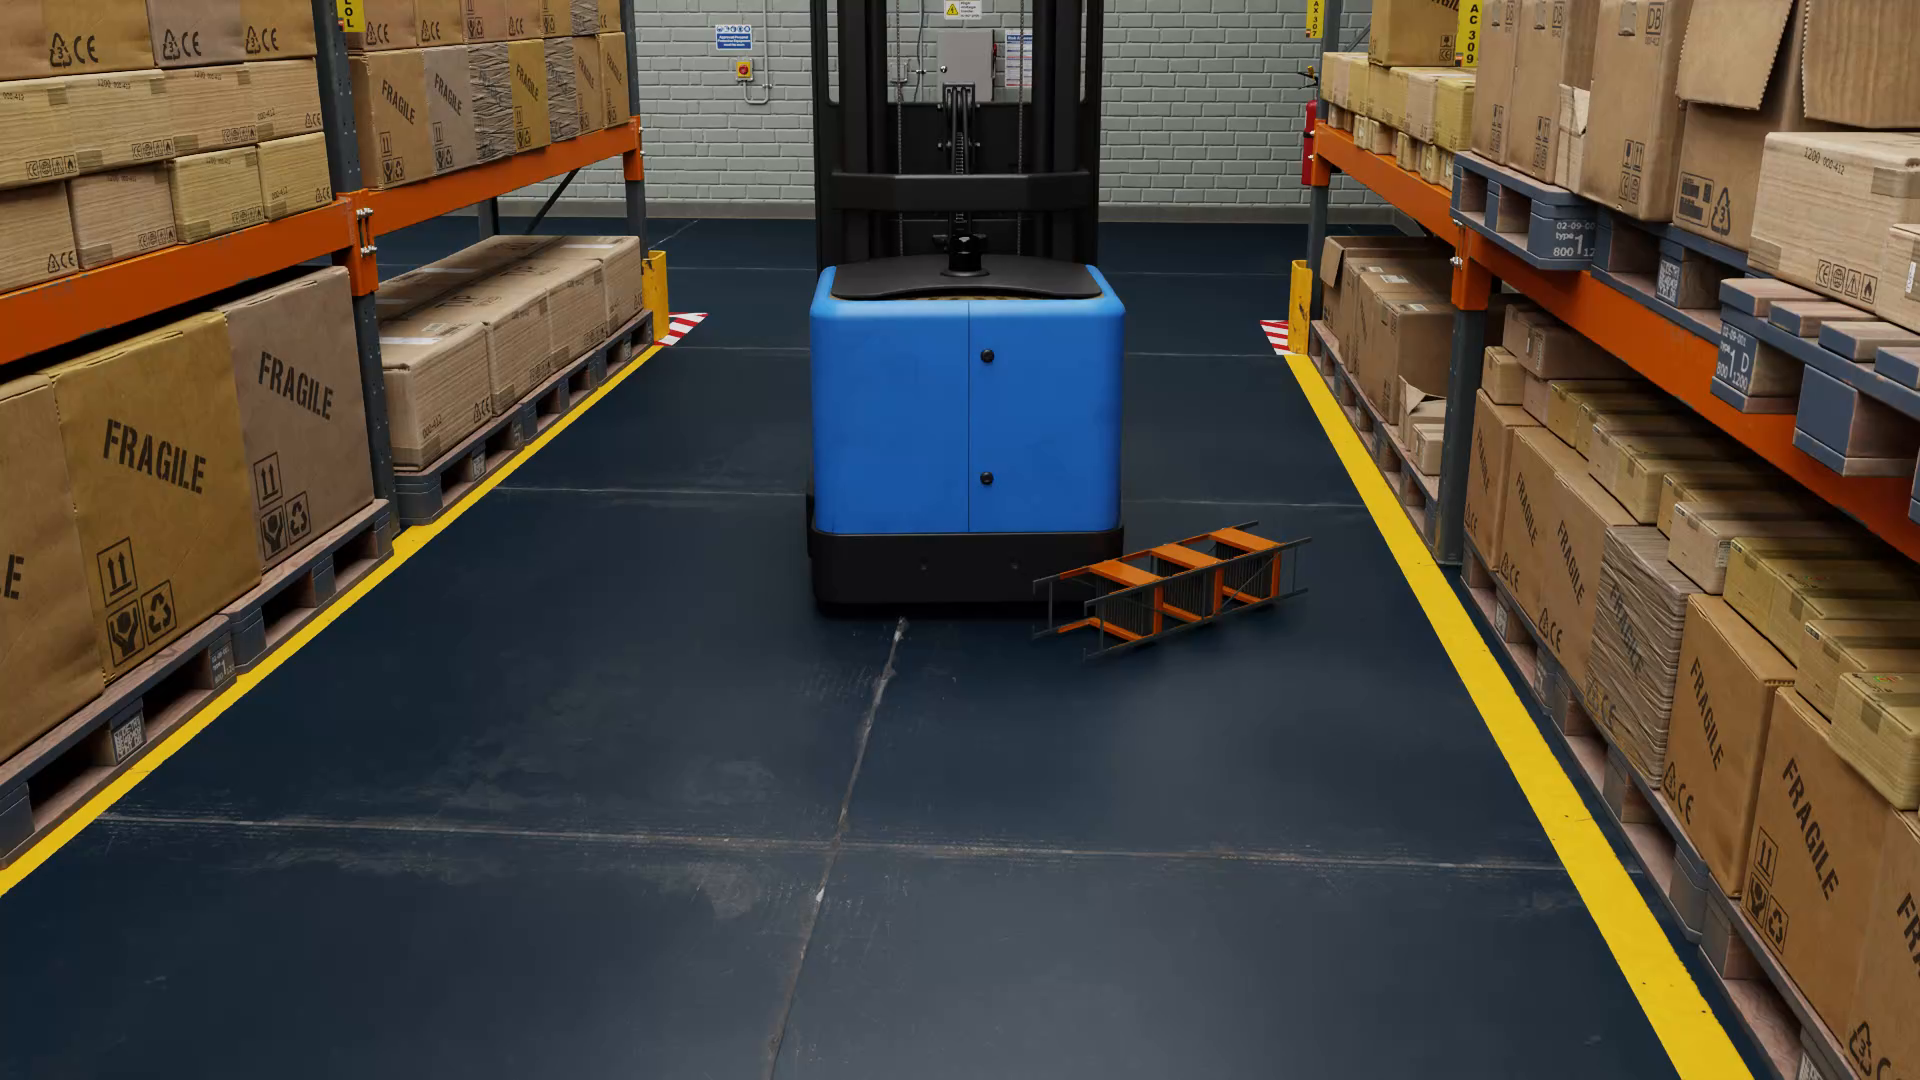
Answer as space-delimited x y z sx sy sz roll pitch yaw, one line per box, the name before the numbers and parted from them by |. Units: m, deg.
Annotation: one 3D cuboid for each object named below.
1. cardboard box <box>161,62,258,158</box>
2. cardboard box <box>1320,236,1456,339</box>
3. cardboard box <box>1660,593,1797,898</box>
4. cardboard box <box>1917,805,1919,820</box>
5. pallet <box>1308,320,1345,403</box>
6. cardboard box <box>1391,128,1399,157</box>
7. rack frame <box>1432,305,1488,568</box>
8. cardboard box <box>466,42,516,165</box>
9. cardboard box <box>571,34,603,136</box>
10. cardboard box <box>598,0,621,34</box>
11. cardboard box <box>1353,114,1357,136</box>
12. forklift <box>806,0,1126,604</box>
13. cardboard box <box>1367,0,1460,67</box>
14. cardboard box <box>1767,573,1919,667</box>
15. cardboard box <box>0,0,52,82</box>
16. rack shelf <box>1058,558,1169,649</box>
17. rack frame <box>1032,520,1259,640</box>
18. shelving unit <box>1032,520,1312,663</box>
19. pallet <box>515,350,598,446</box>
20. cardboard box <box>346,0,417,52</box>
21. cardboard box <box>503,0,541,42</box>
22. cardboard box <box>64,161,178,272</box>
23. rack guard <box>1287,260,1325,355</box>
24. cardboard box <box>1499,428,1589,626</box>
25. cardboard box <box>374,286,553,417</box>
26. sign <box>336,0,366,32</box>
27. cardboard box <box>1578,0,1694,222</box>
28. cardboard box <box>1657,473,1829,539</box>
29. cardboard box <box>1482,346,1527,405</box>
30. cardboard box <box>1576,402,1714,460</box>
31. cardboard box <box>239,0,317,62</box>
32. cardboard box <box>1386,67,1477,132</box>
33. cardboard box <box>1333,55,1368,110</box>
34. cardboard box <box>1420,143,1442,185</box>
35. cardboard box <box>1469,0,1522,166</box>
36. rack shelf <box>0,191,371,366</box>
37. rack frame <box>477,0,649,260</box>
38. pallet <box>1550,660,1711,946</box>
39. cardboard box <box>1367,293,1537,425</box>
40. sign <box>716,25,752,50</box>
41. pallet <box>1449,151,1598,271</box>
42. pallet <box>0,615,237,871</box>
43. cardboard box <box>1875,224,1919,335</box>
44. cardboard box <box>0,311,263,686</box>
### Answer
cardboard box | -2.505 -1.312 5.048 0.500 0.250 0.500 2 18 5
cardboard box | 2.412 -1.402 9.218 0.797 0.503 0.637 1 18 2
cardboard box | 1.874 0.443 3.595 0.500 0.500 0.500 2 18 6
cardboard box | 1.759 0.429 2.594 0.380 0.149 0.250 0 18 1
pallet | 2.488 -0.980 9.075 1.003 0.211 1.213 1 18 4
cardboard box | 2.163 -1.798 7.497 0.380 0.149 0.250 1 18 4
rack frame | 2.263 -1.334 5.677 1.000 3.000 0.127 1 18 4
cardboard box | -2.311 -1.942 7.371 0.500 0.500 0.500 1 18 4
cardboard box | -2.223 -2.422 8.837 0.500 0.500 0.500 1 18 3
cardboard box | -2.198 -3.054 9.158 0.500 0.500 0.500 2 18 6
cardboard box | 2.217 -2.121 8.483 0.380 0.149 0.250 2 18 6
forklift | -0.021 -1.588 6.561 1.130 2.935 3.031 -1 18 -2
cardboard box | 2.142 -2.402 7.495 0.500 0.500 0.500 2 18 5
cardboard box | 1.875 0.182 3.348 0.380 0.149 0.250 2 18 6
cardboard box | -2.577 -1.343 3.938 0.500 0.500 0.500 2 18 5
rack shelf | 0.496 0.211 5.386 0.259 0.215 0.240 -14 23 -36
rack frame | 0.648 0.126 5.646 1.050 0.200 0.008 -14 23 -36
shelving unit | 0.723 0.155 5.555 1.050 0.215 0.252 -14 23 -36
pallet | -2.470 -0.733 8.321 1.003 0.211 1.213 1 18 4
cardboard box | -2.412 -2.109 6.275 0.500 0.500 0.500 1 18 4
cardboard box | -2.283 -2.581 7.716 0.500 0.500 0.500 1 18 4
cardboard box | -2.561 -0.913 4.633 0.500 0.250 0.500 1 18 2
rack guard | 2.545 -1.365 9.786 1.175 0.500 0.348 1 18 4
cardboard box | 1.976 -0.035 5.052 0.500 0.500 0.500 1 18 3
cardboard box | -2.472 -0.896 7.782 0.875 0.438 0.875 1 18 2
sign | -2.146 -1.947 5.816 0.100 0.325 0.005 1 18 4
cardboard box | 1.912 -1.031 3.918 0.700 0.500 0.500 1 18 4
cardboard box | 1.951 -0.057 4.078 0.380 0.149 0.250 1 18 4
cardboard box | 1.972 -0.548 5.578 0.380 0.149 0.250 2 18 7
cardboard box | 2.016 -0.295 4.805 0.380 0.149 0.250 1 18 3
cardboard box | -2.469 -1.822 5.400 0.500 0.500 0.500 2 18 6
cardboard box | 2.127 -1.878 7.101 0.500 0.250 0.500 1 18 4
cardboard box | 2.213 -2.355 8.556 0.500 0.250 0.500 1 18 5
cardboard box | 2.026 -1.482 6.532 0.380 0.149 0.250 2 18 5
cardboard box | 2.006 -1.436 5.153 0.700 0.500 0.500 2 18 5
rack shelf | -2.831 -0.481 4.228 1.077 0.370 4.000 1 18 4
rack frame | -2.401 -2.686 9.803 1.000 3.000 0.127 1 18 4
pallet | 2.158 0.625 4.178 1.003 0.211 1.213 1 18 4
cardboard box | 2.237 -0.813 7.427 0.700 0.500 0.500 1 18 2
sign | -2.064 -4.586 15.168 0.327 0.218 0.001 1 18 4
pallet | 2.097 -0.997 4.957 1.003 0.211 1.213 1 18 4
pallet | -2.753 0.503 4.550 1.003 0.211 1.213 1 18 4
cardboard box | 1.641 -0.384 2.508 0.380 0.149 0.250 2 18 5
cardboard box | -2.710 -0.158 4.827 0.875 0.875 0.875 2 18 6
